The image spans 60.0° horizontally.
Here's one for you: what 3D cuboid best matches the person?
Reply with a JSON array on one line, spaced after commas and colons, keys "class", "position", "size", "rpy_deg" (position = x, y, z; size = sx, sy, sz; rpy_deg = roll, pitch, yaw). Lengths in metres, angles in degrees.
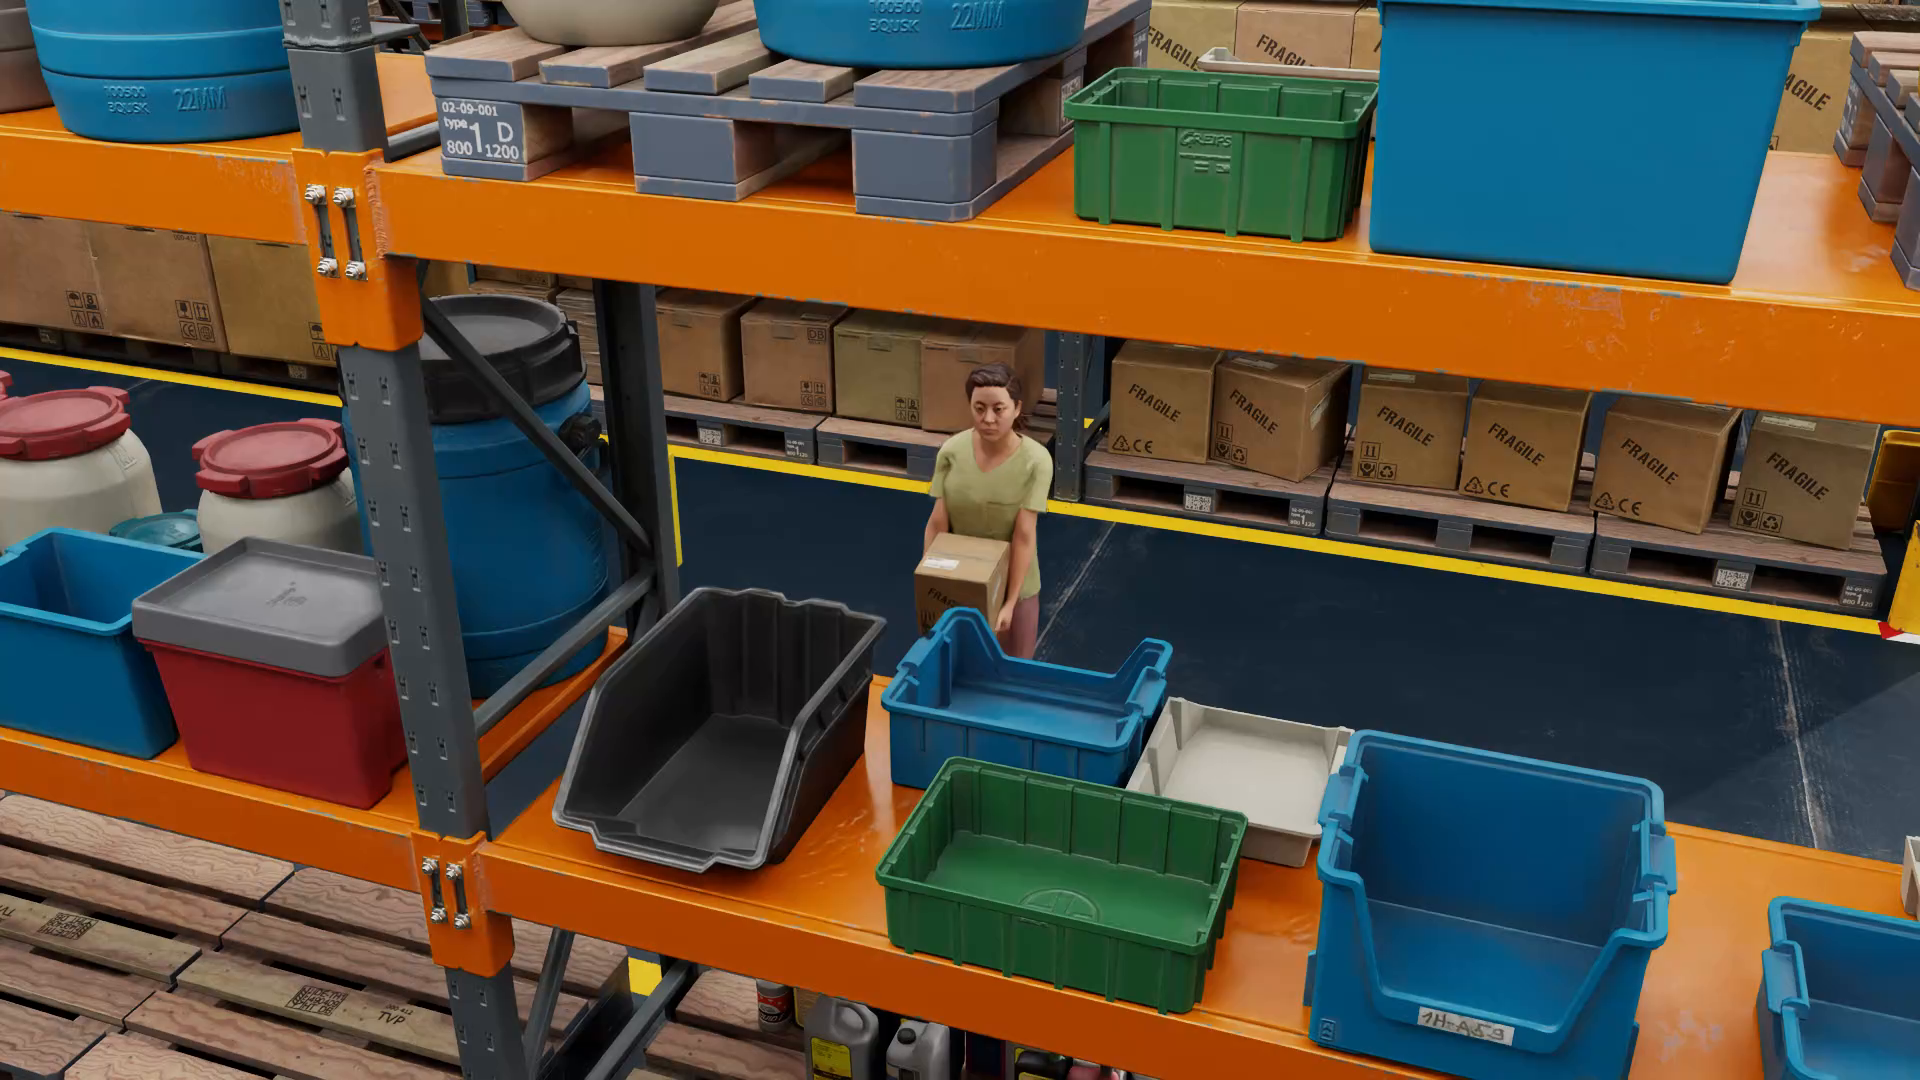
[{"class": "person", "position": [0.079, 0.218, 5.677], "size": [0.406, 1.669, 0.514], "rpy_deg": [8, 27, 17]}]
